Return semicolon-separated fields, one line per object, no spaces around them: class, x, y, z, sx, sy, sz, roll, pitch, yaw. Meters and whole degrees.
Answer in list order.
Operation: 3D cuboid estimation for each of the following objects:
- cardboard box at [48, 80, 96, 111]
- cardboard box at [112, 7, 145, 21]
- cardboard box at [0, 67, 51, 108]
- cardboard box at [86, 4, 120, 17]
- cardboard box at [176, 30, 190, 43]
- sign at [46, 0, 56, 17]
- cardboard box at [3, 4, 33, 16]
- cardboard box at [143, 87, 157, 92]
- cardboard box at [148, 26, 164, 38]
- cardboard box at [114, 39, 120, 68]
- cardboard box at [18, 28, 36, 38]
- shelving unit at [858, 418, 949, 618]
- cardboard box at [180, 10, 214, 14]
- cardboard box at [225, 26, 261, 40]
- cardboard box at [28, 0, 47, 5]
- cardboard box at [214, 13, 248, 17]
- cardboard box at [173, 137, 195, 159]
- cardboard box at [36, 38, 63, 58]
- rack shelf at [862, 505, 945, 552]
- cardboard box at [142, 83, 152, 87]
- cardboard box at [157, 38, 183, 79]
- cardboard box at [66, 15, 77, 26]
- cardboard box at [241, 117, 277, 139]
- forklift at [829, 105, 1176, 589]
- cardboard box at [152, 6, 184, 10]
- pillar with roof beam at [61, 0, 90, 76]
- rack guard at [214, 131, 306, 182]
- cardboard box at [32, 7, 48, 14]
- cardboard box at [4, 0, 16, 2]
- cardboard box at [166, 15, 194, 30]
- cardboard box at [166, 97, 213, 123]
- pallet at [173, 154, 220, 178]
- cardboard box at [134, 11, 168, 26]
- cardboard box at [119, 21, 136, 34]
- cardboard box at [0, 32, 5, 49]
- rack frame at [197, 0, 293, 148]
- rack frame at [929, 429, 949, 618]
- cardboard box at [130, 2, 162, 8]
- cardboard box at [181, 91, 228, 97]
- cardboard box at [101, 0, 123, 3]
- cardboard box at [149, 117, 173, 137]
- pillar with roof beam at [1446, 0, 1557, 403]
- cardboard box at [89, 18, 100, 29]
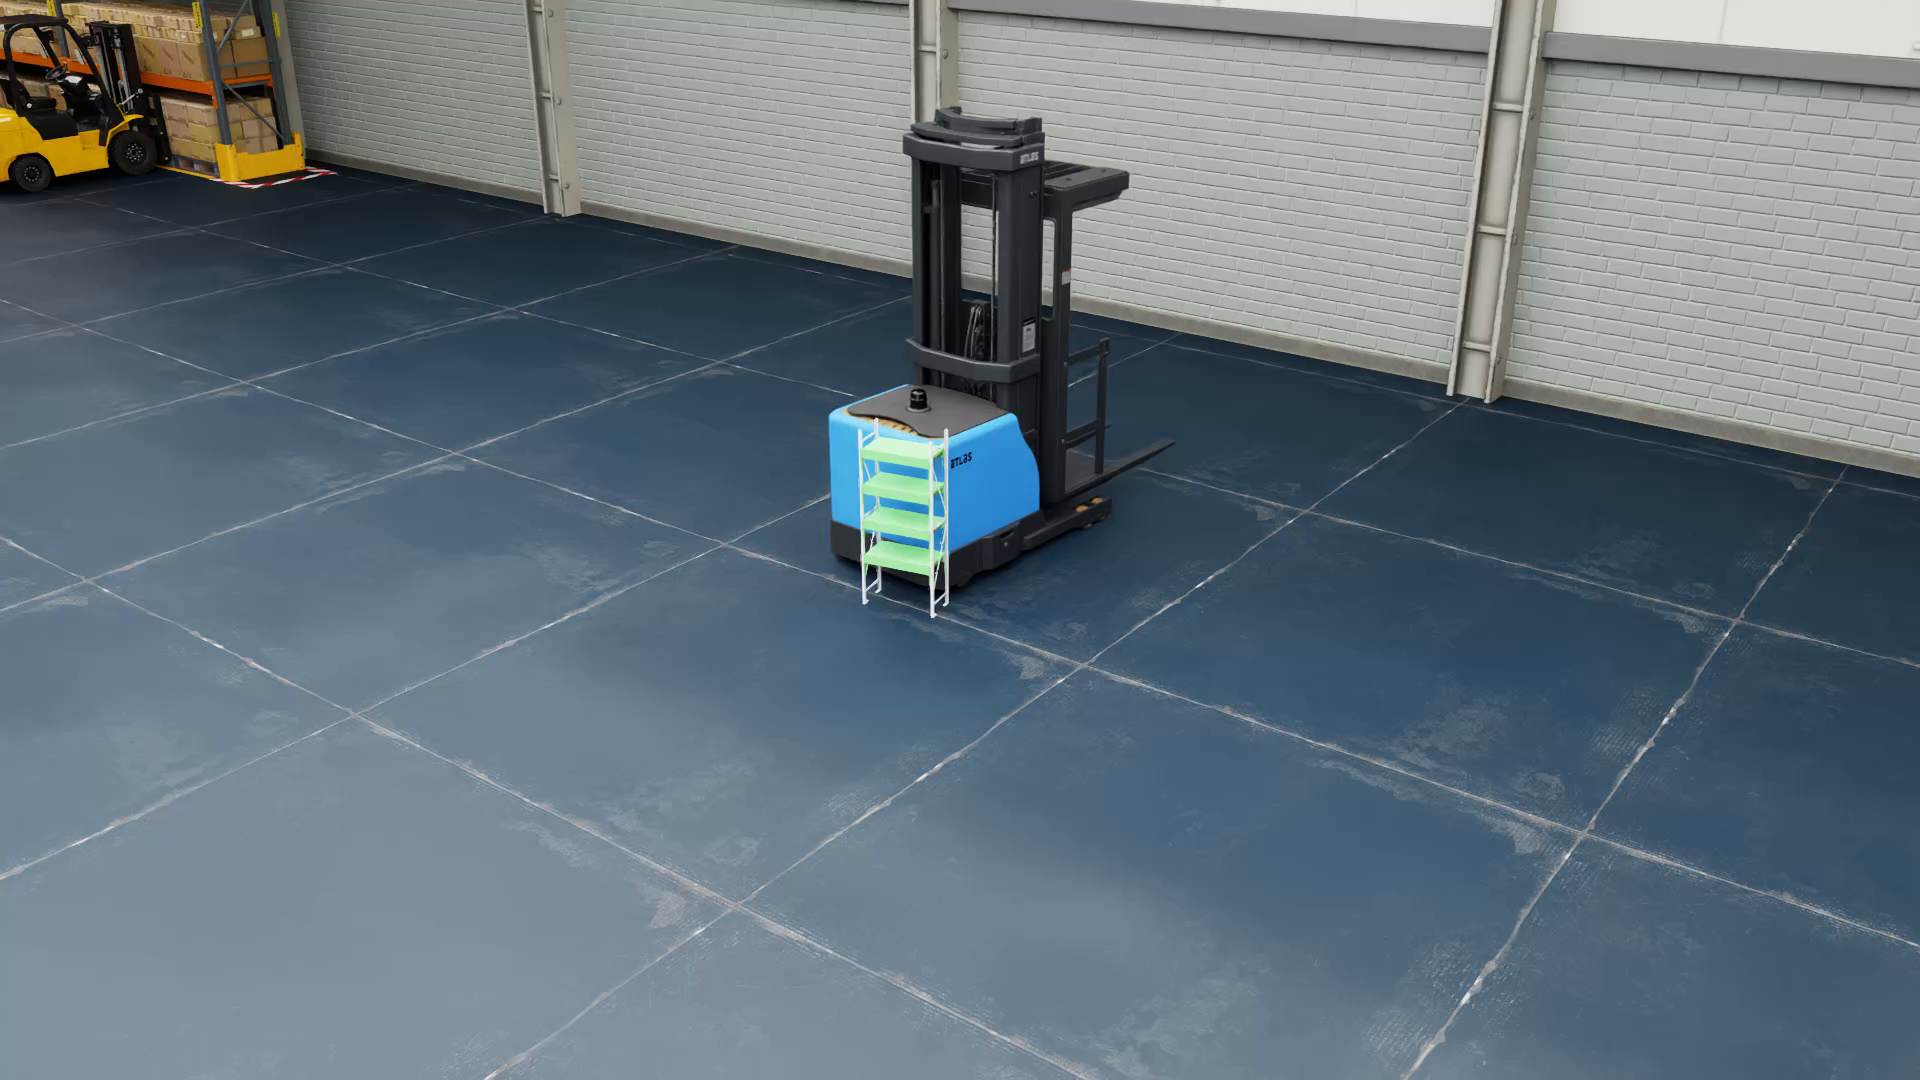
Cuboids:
cardboard box;-13.476;-6.745;25.763;0.625;0.625;0.875;18;30;36
cardboard box;-11.896;-7.537;23.839;0.250;0.149;0.380;17;29;33
cardboard box;-15.234;-7.279;26.975;0.625;0.625;0.875;18;29;35
cardboard box;-12.502;-7.730;24.277;0.250;0.149;0.380;16;29;32
cardboard box;-10.518;-6.938;22.848;0.250;0.149;0.380;17;29;34
sign;-13.369;-7.833;24.471;0.005;0.325;0.100;17;29;33
cardboard box;-14.498;-8.170;25.644;0.250;0.149;0.380;17;29;34
cardboard box;-12.044;-6.447;24.311;0.500;0.250;0.500;18;29;35
cardboard box;-11.123;-7.134;23.292;0.250;0.149;0.380;16;28;32
cardboard box;-12.020;-7.129;24.085;0.500;0.500;0.500;16;29;33
cardboard box;-14.014;-7.836;25.379;0.500;0.250;0.500;16;28;32
shelving unit;-0.353;-0.135;10.569;0.503;1.200;0.258;10;26;22
cardboard box;-10.815;-7.432;23.601;0.250;0.149;0.380;18;29;35
cardboard box;-9.967;-7.058;23.121;0.250;0.149;0.380;16;28;32
cardboard box;-14.396;-8.398;26.161;0.250;0.149;0.380;17;29;34
cardboard box;-10.167;-7.263;23.217;0.250;0.149;0.380;18;29;35
cardboard box;-10.808;-5.619;23.672;0.500;0.250;0.500;17;29;33
cardboard box;-13.612;-7.486;25.206;0.500;0.250;0.500;18;29;34
rack shelf;-0.353;-0.077;10.595;0.480;0.148;0.258;10;26;22
cardboard box;-12.127;-6.734;24.963;0.500;0.250;0.500;16;29;33
cardboard box;-10.812;-6.758;23.245;0.500;0.500;0.500;18;29;35
cardboard box;-12.954;-7.698;24.572;0.250;0.149;0.380;16;29;32
cardboard box;-10.102;-5.893;23.674;0.500;0.250;0.500;17;29;34
forklift;0.451;-1.539;11.607;1.130;2.935;3.031;19;30;36
cardboard box;-11.425;-7.625;24.038;0.250;0.149;0.380;18;29;35
pillar with roof beam;-17.250;-9.816;22.869;0.400;9.000;9.100;17;29;33
rack guard;-9.831;-5.400;23.386;0.348;0.500;1.175;17;29;33
cardboard box;-13.840;-8.003;25.266;0.250;0.149;0.380;17;29;33
cardboard box;-15.023;-8.579;26.572;0.250;0.149;0.380;17;29;33
cardboard box;-10.705;-7.151;22.963;0.250;0.149;0.380;18;29;34
cardboard box;-10.818;-6.074;23.464;0.500;0.250;0.500;17;29;34
pallet;-10.488;-5.445;23.847;1.213;0.211;1.003;17;29;33
cardboard box;-11.345;-7.323;23.354;0.250;0.149;0.380;17;29;34
cardboard box;-11.729;-7.317;23.709;0.250;0.149;0.380;16;28;32
cardboard box;-14.814;-7.858;26.051;0.500;0.250;0.500;18;29;35
rack frame;-9.851;-6.550;22.895;0.127;3.000;1.000;17;29;33
rack frame;-0.131;-0.095;10.476;0.015;1.200;0.240;10;26;22
cardboard box;-11.981;-7.842;24.531;0.250;0.149;0.380;16;28;32
cardboard box;-10.918;-6.363;24.120;0.500;0.250;0.500;17;29;33
cardboard box;-12.615;-8.016;24.926;0.250;0.149;0.380;17;29;33
cardboard box;-11.248;-5.972;23.854;0.500;0.250;0.500;16;28;32
pillar with roof beam;1.954;-4.013;9.696;0.400;9.000;9.100;17;29;33
cardboard box;-12.368;-7.498;24.119;0.250;0.149;0.380;18;29;34
